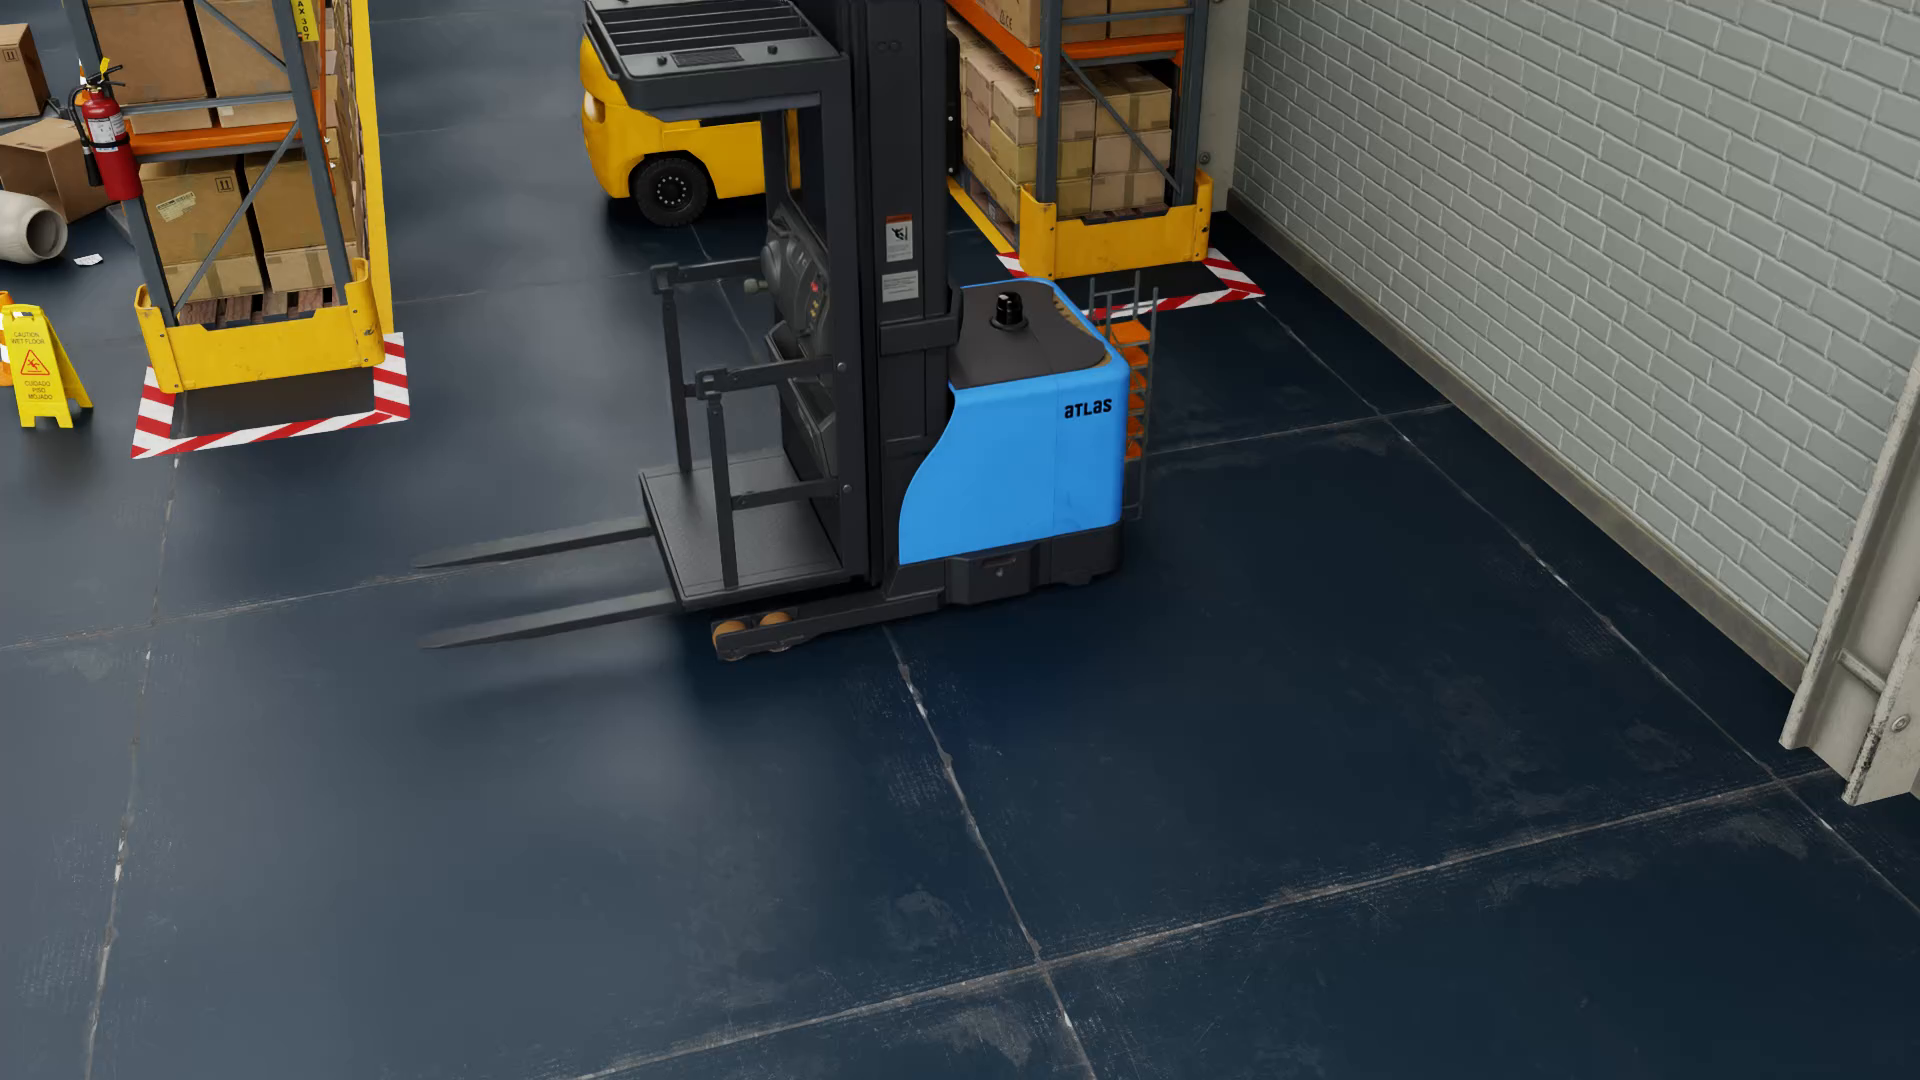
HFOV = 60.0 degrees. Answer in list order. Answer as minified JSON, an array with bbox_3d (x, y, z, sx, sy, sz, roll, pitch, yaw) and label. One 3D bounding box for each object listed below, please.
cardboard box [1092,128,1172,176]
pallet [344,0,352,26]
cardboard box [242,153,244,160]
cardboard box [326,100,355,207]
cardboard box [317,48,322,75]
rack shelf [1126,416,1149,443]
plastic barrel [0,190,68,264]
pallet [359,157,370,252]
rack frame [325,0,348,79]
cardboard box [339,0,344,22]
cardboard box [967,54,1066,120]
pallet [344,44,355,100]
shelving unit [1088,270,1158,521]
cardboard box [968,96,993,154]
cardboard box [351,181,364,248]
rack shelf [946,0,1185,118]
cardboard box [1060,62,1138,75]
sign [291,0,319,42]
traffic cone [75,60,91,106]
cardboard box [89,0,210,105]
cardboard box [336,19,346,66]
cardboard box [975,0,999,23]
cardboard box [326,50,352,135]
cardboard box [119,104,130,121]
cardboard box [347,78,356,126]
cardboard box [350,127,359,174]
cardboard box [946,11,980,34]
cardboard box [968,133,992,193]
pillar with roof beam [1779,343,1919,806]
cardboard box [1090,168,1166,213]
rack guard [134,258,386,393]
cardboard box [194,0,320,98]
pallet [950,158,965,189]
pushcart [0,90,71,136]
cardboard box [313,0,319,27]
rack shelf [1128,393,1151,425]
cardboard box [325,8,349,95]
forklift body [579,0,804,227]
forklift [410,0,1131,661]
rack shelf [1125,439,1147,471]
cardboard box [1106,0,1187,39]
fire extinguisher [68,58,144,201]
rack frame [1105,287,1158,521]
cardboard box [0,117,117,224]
[{"bbox_3d":[1.007,-2.534,10.523,0.500,0.250,0.500,-9,35,-14],"label":"cardboard box"},{"bbox_3d":[-5.977,-4.805,14.830,1.003,0.211,1.213,-10,35,-15],"label":"pallet"},{"bbox_3d":[-4.428,-2.170,9.746,0.500,0.500,0.500,-9,34,-13],"label":"cardboard box"},{"bbox_3d":[-3.927,-2.276,9.906,0.500,0.500,0.500,-11,35,-17],"label":"cardboard box"},{"bbox_3d":[-3.808,-2.711,9.360,0.380,0.149,0.250,-9,35,-14],"label":"cardboard box"},{"bbox_3d":[0.718,-0.490,7.701,0.258,0.103,0.180,-11,35,-17],"label":"rack shelf"},{"bbox_3d":[-5.845,-1.934,10.292,0.512,0.421,0.421,13,36,18],"label":"plastic barrel"},{"bbox_3d":[-4.379,-2.127,10.777,1.003,0.211,1.213,-10,35,-15],"label":"pallet"},{"bbox_3d":[-4.993,-4.279,11.504,1.000,3.000,0.127,-10,35,-15],"label":"rack frame"},{"bbox_3d":[-5.592,-4.374,13.652,0.950,0.372,0.625,-9,34,-13],"label":"cardboard box"},{"bbox_3d":[0.354,-2.917,10.650,0.500,0.250,0.500,-9,35,-14],"label":"cardboard box"},{"bbox_3d":[-5.232,-3.524,12.891,1.003,0.211,1.213,-10,35,-15],"label":"pallet"},{"bbox_3d":[0.718,-0.627,7.610,0.258,1.200,0.189,-11,35,-17],"label":"shelving unit"},{"bbox_3d":[0.364,-2.720,10.805,0.500,0.250,0.500,-10,35,-15],"label":"cardboard box"},{"bbox_3d":[-3.905,-1.946,10.087,0.500,0.250,0.500,-9,34,-13],"label":"cardboard box"},{"bbox_3d":[0.343,-3.765,11.380,1.077,0.370,4.000,-10,35,-15],"label":"rack shelf"},{"bbox_3d":[0.830,-3.006,10.785,0.500,0.250,0.500,-10,35,-15],"label":"cardboard box"},{"bbox_3d":[-3.257,-2.631,8.226,0.100,0.325,0.005,-10,35,-15],"label":"sign"},{"bbox_3d":[-6.705,-3.636,12.833,0.336,0.463,0.334,-10,35,-15],"label":"traffic cone"},{"bbox_3d":[-4.201,-2.583,8.578,0.500,0.500,0.500,-11,35,-16],"label":"cardboard box"},{"bbox_3d":[-5.156,-3.633,12.529,0.950,0.372,0.625,-10,35,-14],"label":"cardboard box"},{"bbox_3d":[0.403,-3.545,10.304,0.500,0.500,0.500,-9,34,-13],"label":"cardboard box"},{"bbox_3d":[-4.244,-2.820,10.729,0.500,0.500,0.500,-8,34,-12],"label":"cardboard box"},{"bbox_3d":[-4.274,-2.349,8.811,0.380,0.149,0.250,-10,35,-15],"label":"cardboard box"},{"bbox_3d":[-4.557,-3.042,11.745,0.500,0.250,0.500,-8,34,-13],"label":"cardboard box"},{"bbox_3d":[-4.234,-2.496,10.920,0.500,0.250,0.500,-9,35,-14],"label":"cardboard box"},{"bbox_3d":[0.043,-3.448,11.453,0.500,0.250,0.500,-11,35,-16],"label":"cardboard box"},{"bbox_3d":[0.366,-2.500,10.925,0.500,0.250,0.500,-10,35,-15],"label":"cardboard box"},{"bbox_3d":[-0.671,-2.161,2.858,9.100,9.000,0.400,-10,35,-15],"label":"pillar with roof beam"},{"bbox_3d":[0.989,-2.334,10.675,0.500,0.250,0.500,-10,35,-15],"label":"cardboard box"},{"bbox_3d":[-3.796,-1.176,9.076,1.175,0.500,0.348,-10,35,-15],"label":"rack guard"},{"bbox_3d":[-3.654,-2.640,8.664,0.500,0.500,0.500,-11,35,-15],"label":"cardboard box"},{"bbox_3d":[0.311,-2.886,11.926,1.003,0.211,1.213,-10,35,-15],"label":"pallet"},{"bbox_3d":[-7.150,-2.775,11.607,1.648,0.377,0.936,-23,40,-31],"label":"pushcart"},{"bbox_3d":[-3.971,-3.179,9.479,0.500,0.500,0.500,-11,35,-16],"label":"cardboard box"},{"bbox_3d":[0.718,-0.590,7.635,0.258,0.103,0.180,-11,35,-17],"label":"rack shelf"},{"bbox_3d":[-4.557,-3.354,11.538,0.500,0.500,0.500,-10,35,-15],"label":"cardboard box"},{"bbox_3d":[-1.363,-3.350,10.869,2.313,2.155,1.214,-10,35,-15],"label":"forklift body"},{"bbox_3d":[-0.846,-1.044,6.672,3.031,2.935,1.130,-11,35,-15],"label":"forklift"},{"bbox_3d":[0.718,-0.390,7.767,0.258,0.103,0.180,-11,35,-17],"label":"rack shelf"},{"bbox_3d":[1.066,-3.364,10.029,0.500,0.500,0.500,-9,34,-13],"label":"cardboard box"},{"bbox_3d":[-4.177,-2.009,8.139,0.296,0.674,0.183,-10,35,-15],"label":"fire extinguisher"},{"bbox_3d":[0.749,-0.580,7.539,0.240,1.200,0.006,-11,35,-17],"label":"rack frame"},{"bbox_3d":[-5.962,-2.446,10.995,0.500,0.500,0.500,13,36,18],"label":"cardboard box"}]
